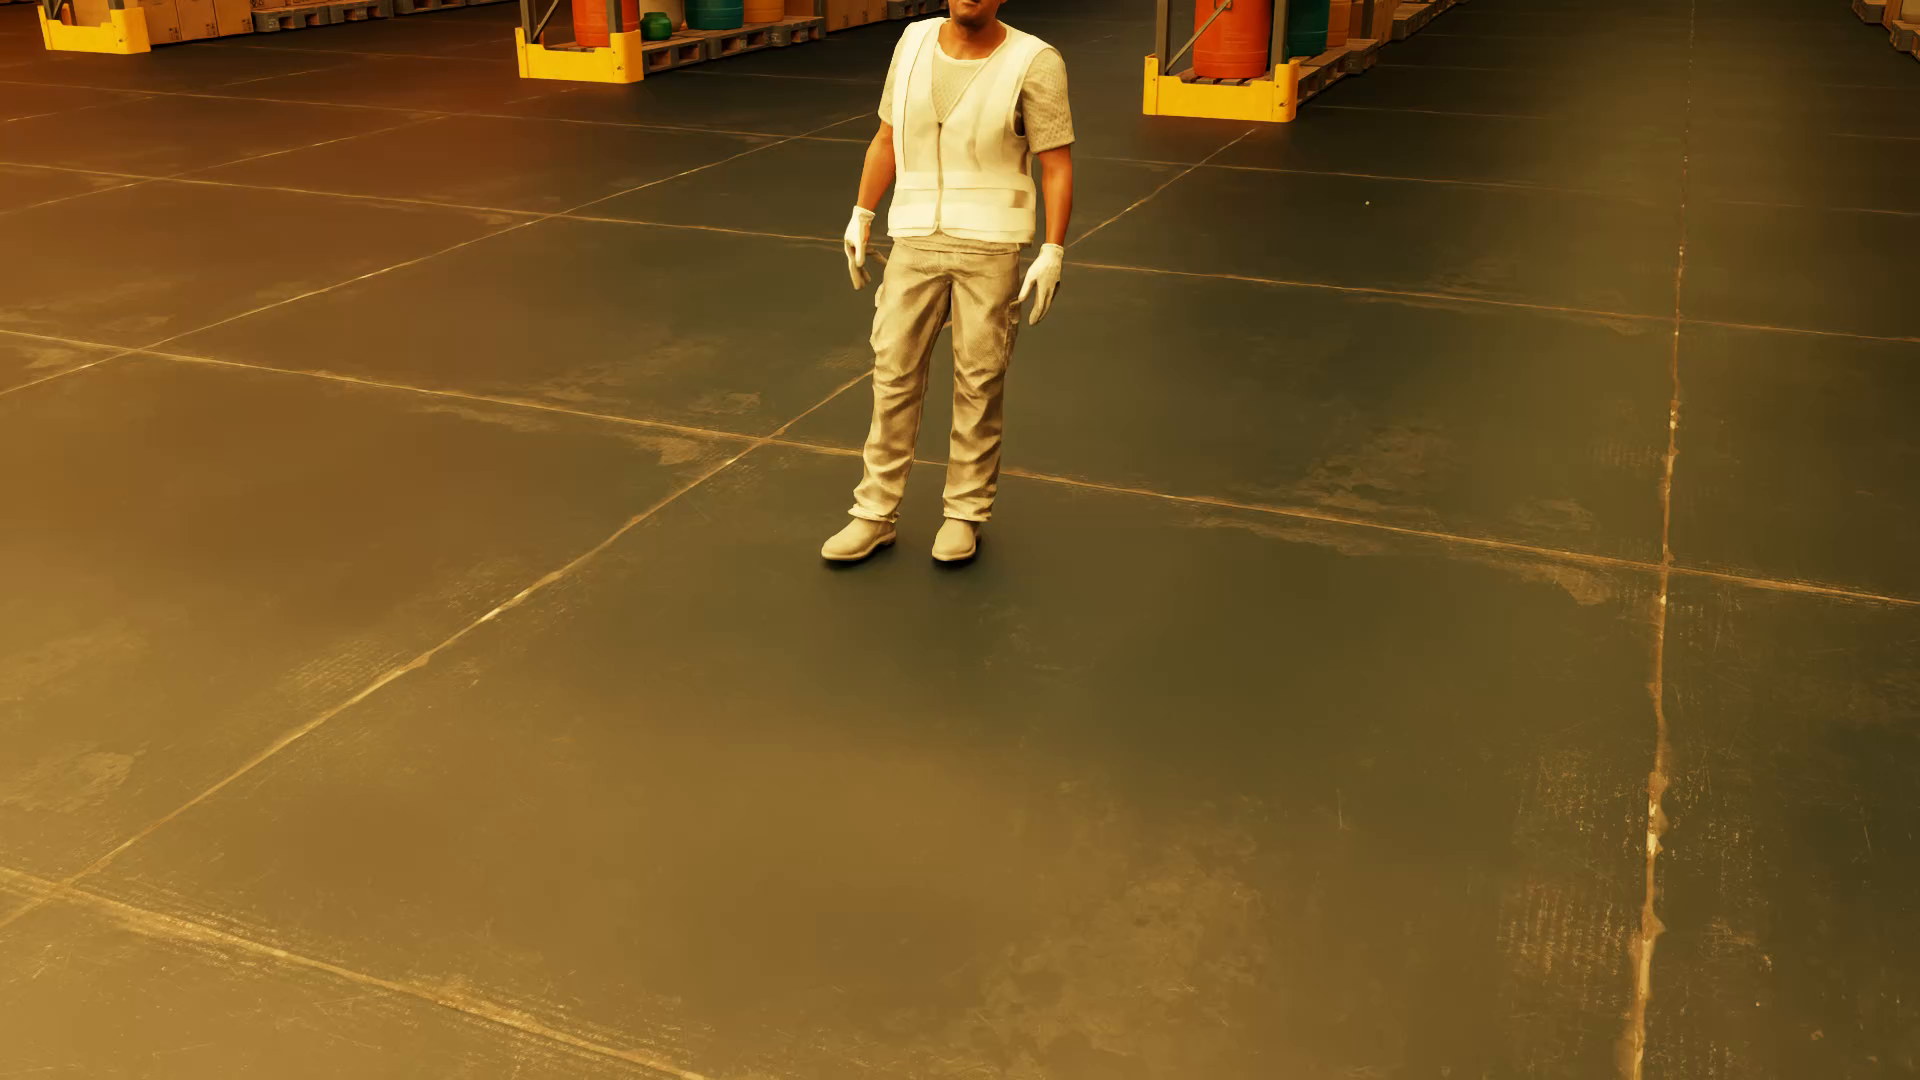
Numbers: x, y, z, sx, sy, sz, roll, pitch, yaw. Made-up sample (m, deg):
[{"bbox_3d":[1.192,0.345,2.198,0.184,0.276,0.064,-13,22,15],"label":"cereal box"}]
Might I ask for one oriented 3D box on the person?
[{"bbox_3d":[-0.036,-0.805,4.688,0.656,1.782,0.577,9,24,21],"label":"person"}]
